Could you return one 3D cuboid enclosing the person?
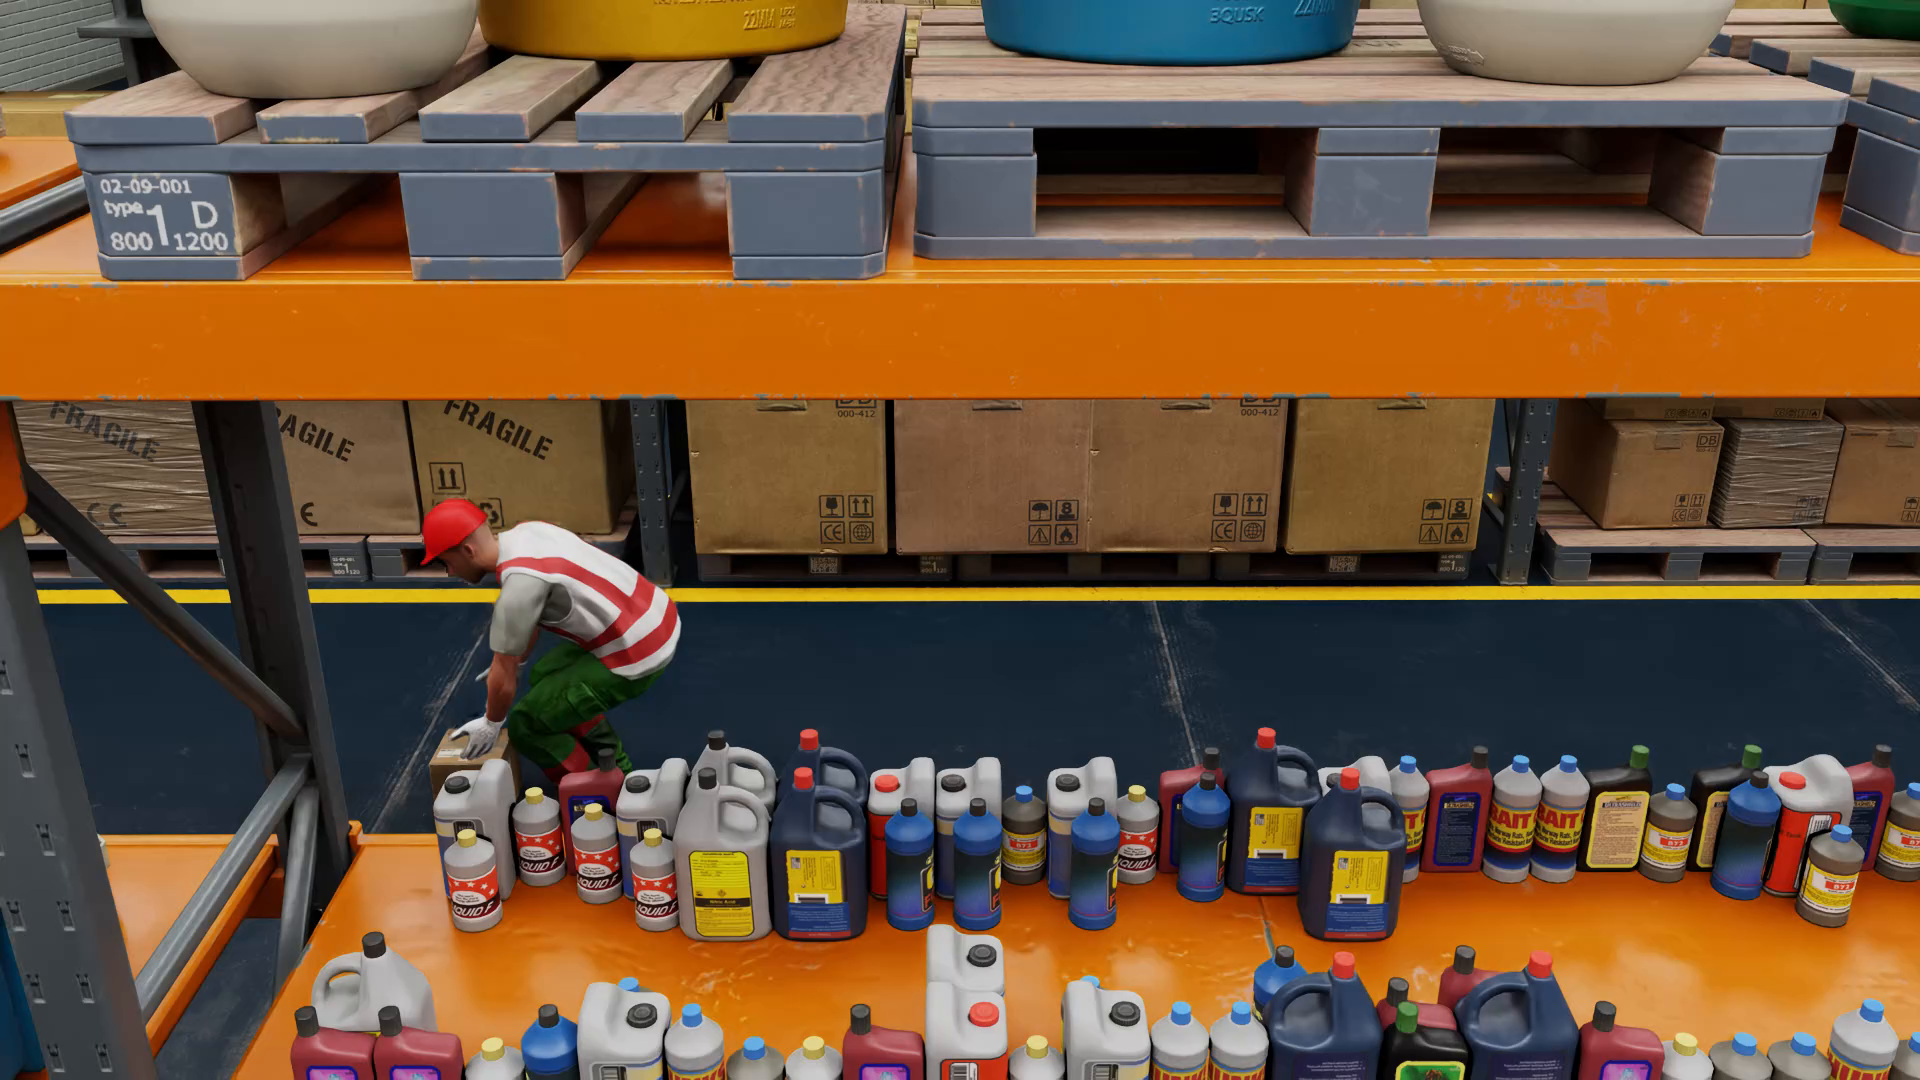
[{"bbox_3d":[-1.398,0.427,5.799,0.837,1.230,0.582,0,24,-1],"label":"person"}]
